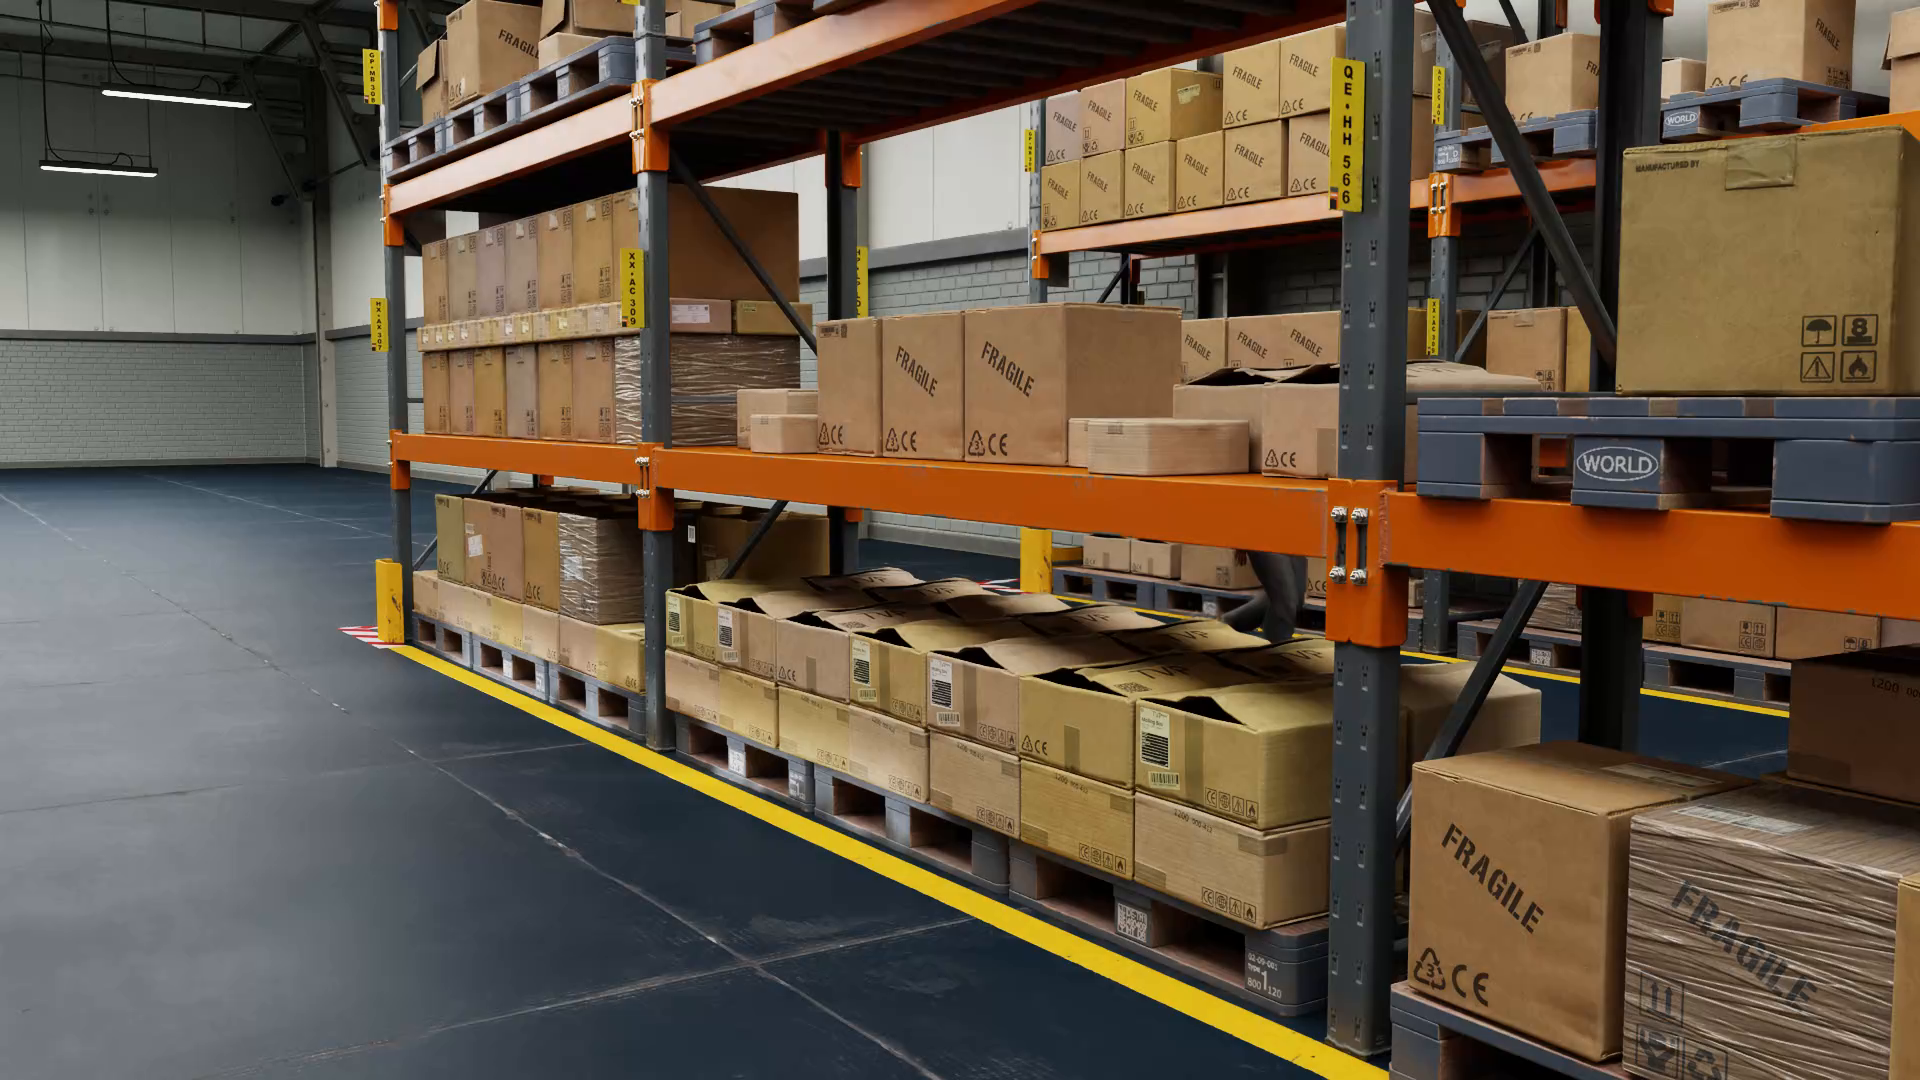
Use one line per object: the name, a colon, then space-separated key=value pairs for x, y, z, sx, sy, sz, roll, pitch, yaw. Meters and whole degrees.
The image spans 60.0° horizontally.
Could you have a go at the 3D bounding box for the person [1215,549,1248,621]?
person: x=1.566 y=-0.057 z=8.577 sx=0.742 sy=1.627 sz=0.444 roll=4 pitch=7 yaw=43
